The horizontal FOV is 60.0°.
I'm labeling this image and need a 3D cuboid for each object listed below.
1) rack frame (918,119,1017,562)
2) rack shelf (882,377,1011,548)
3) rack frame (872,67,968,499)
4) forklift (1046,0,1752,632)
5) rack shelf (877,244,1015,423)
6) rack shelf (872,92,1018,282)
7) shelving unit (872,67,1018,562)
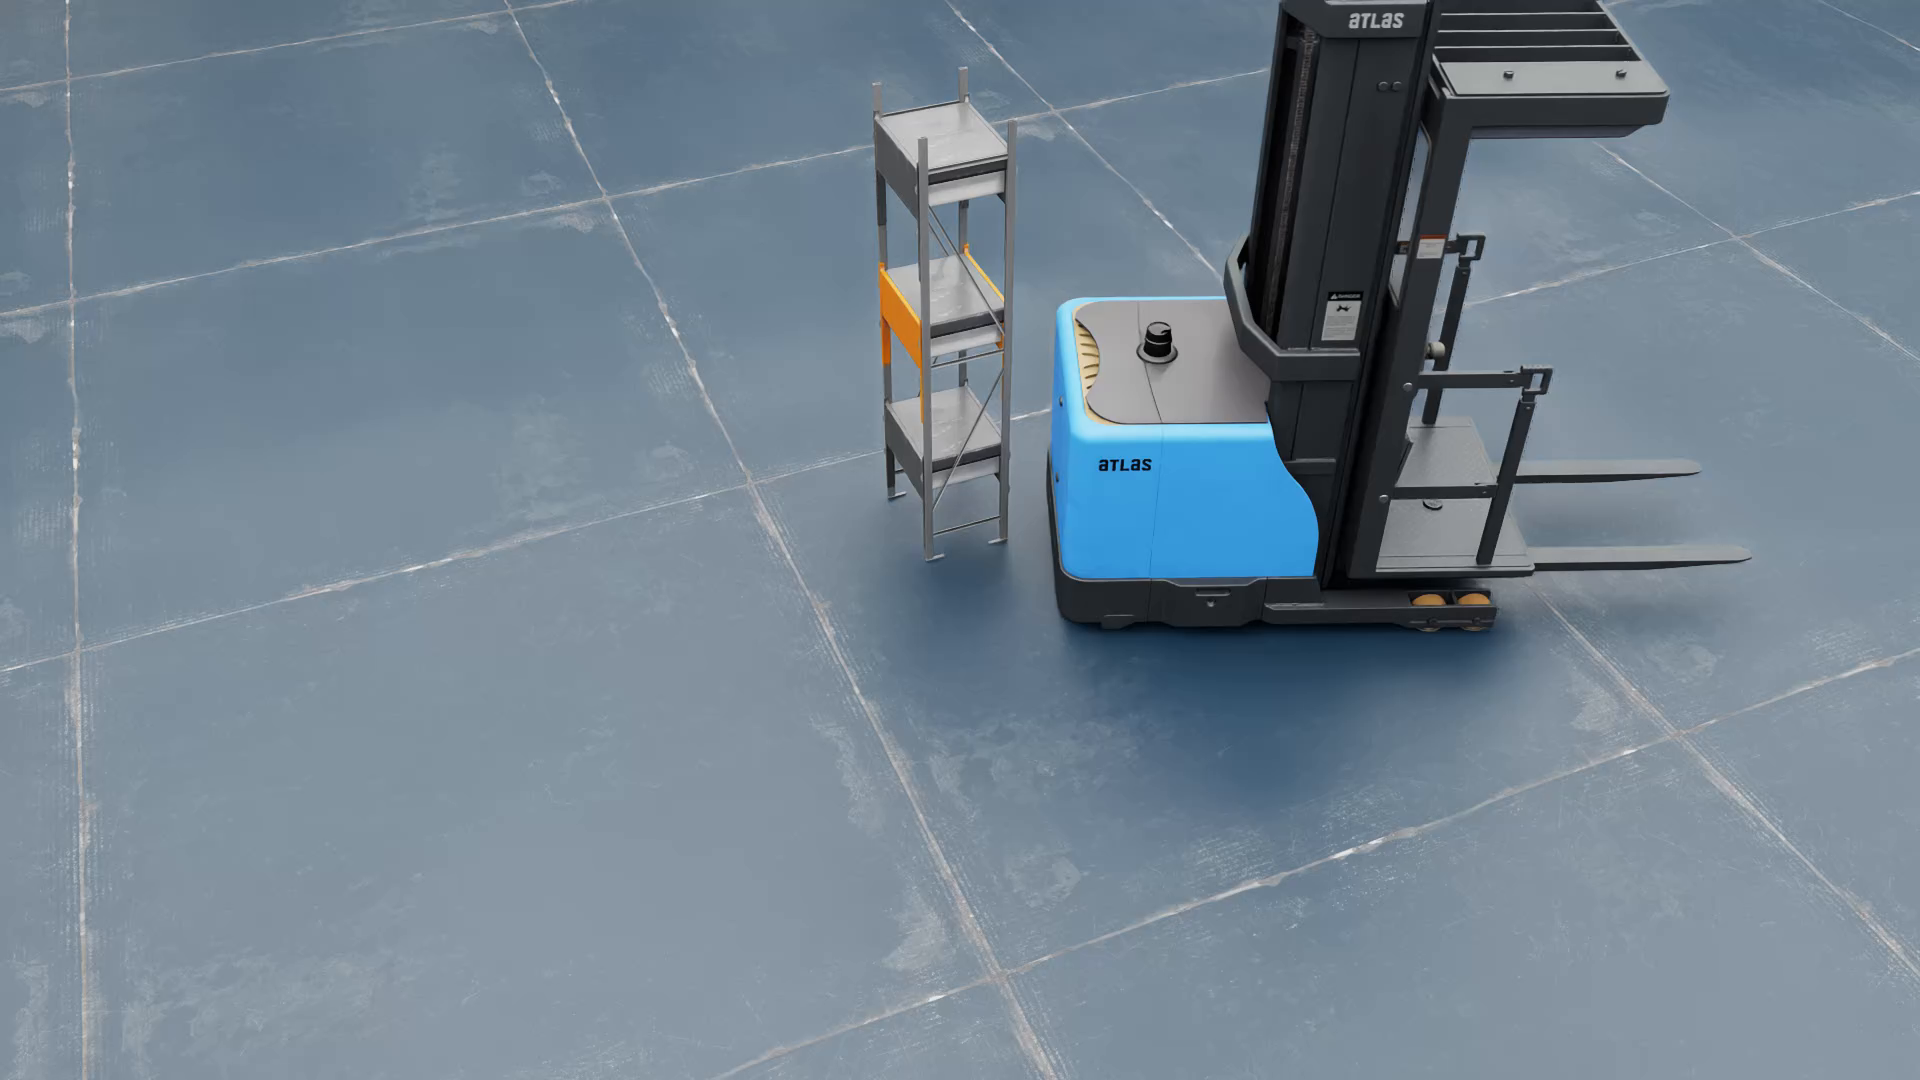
[{"bbox_3d":[0.030,-0.749,6.929,0.400,2.100,0.015,-15,43,-17],"label":"rack frame"},{"bbox_3d":[-0.063,-0.355,7.565,0.431,0.518,0.480,-15,43,-17],"label":"rack shelf"},{"bbox_3d":[-0.157,-1.043,7.271,0.400,2.100,0.015,-15,43,-17],"label":"rack frame"},{"bbox_3d":[1.930,-1.062,6.656,3.031,2.935,1.130,-1,41,-1],"label":"forklift"},{"bbox_3d":[-0.063,-0.885,7.109,0.431,0.518,0.480,-15,43,-17],"label":"rack shelf"},{"bbox_3d":[-0.063,-1.416,6.652,0.431,0.518,0.480,-15,43,-17],"label":"rack shelf"},{"bbox_3d":[-0.063,-0.896,7.100,0.431,2.100,0.503,-15,43,-17],"label":"shelving unit"}]
